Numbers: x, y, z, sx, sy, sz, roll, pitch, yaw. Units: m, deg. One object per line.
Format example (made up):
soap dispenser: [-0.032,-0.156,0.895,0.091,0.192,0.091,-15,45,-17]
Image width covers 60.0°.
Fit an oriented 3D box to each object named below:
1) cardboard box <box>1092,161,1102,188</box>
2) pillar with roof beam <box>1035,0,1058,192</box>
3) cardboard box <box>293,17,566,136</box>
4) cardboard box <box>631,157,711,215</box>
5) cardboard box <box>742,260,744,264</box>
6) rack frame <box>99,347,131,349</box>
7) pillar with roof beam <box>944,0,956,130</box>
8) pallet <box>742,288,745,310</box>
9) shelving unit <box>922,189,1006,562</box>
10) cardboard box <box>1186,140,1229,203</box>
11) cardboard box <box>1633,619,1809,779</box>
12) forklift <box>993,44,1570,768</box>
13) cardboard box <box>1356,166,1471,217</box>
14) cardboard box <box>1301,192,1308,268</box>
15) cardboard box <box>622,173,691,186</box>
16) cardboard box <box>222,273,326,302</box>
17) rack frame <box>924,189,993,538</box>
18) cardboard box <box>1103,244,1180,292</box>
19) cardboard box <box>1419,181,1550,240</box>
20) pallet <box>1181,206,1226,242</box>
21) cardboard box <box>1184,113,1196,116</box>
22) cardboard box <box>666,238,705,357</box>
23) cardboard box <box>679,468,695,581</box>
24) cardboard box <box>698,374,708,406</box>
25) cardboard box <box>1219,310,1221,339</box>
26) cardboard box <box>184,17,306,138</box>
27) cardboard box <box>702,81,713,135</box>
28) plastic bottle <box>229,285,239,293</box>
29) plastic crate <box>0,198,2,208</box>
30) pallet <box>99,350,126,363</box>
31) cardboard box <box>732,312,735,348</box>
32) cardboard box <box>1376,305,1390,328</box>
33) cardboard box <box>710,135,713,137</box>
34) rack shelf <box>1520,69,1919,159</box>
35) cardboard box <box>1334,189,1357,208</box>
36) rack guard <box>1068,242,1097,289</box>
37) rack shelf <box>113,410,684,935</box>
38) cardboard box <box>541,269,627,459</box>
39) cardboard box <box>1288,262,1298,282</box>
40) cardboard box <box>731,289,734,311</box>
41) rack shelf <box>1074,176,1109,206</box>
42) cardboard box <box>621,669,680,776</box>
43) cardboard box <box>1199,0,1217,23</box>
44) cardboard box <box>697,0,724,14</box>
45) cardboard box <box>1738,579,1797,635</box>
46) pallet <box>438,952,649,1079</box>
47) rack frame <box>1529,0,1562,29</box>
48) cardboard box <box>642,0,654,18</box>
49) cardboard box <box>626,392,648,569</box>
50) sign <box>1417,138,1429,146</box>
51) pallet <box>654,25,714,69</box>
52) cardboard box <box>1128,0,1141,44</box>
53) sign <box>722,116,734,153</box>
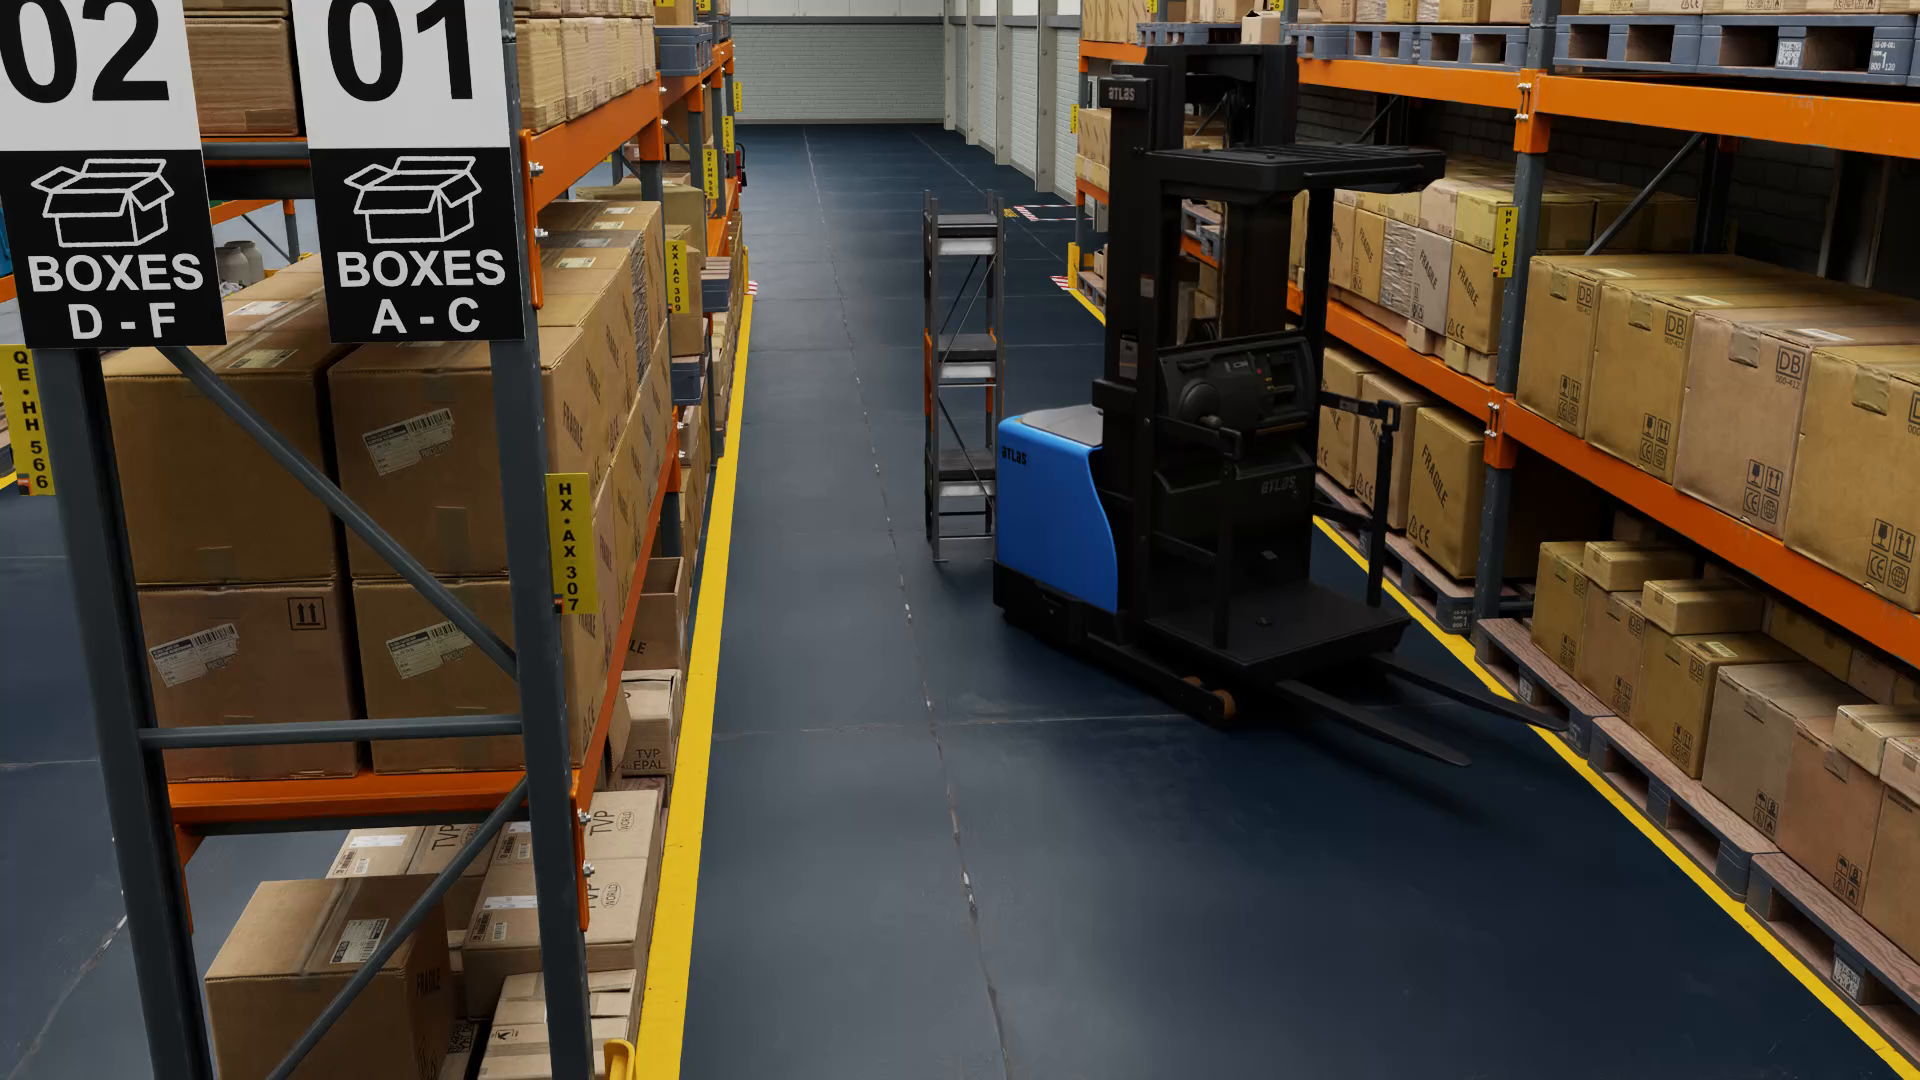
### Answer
cardboard box: [1.721,-3.957,17.991,0.500,0.250,0.500,-2,18,-7]
pillar with roof beam: [-2.715,-10.603,28.928,9.100,9.000,0.400,-2,18,-6]
cardboard box: [-1.205,-1.080,3.852,0.500,0.250,0.500,-2,18,-6]
cardboard box: [-2.694,-3.315,15.560,0.700,0.500,0.500,-2,18,-7]
cardboard box: [-2.706,-3.064,18.820,0.500,0.250,0.500,-2,18,-6]
rack frame: [-7.569,-2.983,14.671,1.000,3.000,0.127,-2,18,-6]
pillar with roof beam: [-4.572,-15.966,46.010,9.100,9.000,0.400,-2,18,-6]
pallet: [-2.934,-2.770,18.647,1.003,0.211,1.213,-2,18,-6]
shelving unit: [0.017,-0.952,9.705,0.431,2.100,0.503,-2,18,-6]
cardboard box: [2.354,-3.227,14.547,0.700,0.500,0.500,0,17,0]
cardboard box: [3.184,0.615,6.681,0.700,0.500,0.500,-1,17,-4]
forklift: [1.421,-0.720,7.579,1.130,2.935,3.031,-12,21,-32]
cardboard box: [2.658,-2.050,9.751,0.500,0.250,0.500,-2,18,-7]
cardboard box: [2.538,-1.987,10.803,0.500,0.500,0.500,-1,17,-4]
cardboard box: [-2.525,-2.796,13.909,0.500,0.500,0.500,-1,17,-2]
cardboard box: [-1.835,-0.513,4.968,0.500,0.500,0.500,-1,17,-4]
rack frame: [-0.008,-1.025,9.937,0.400,2.100,0.015,-2,18,-6]
cardboard box: [1.939,-2.899,17.843,0.700,0.500,0.500,-3,18,-9]
cardboard box: [2.764,-1.746,8.783,0.500,0.250,0.500,-1,17,-4]
pallet: [2.452,-2.594,13.753,1.003,0.211,1.213,-2,18,-6]
cardboard box: [2.232,-4.338,17.953,0.500,0.500,0.500,-2,18,-7]
cardboard box: [-1.643,-1.148,7.956,0.700,0.500,0.500,-8,19,-24]
cardboard box: [-1.691,-0.079,8.859,0.500,0.500,0.500,-2,17,-5]
cardboard box: [-1.890,-1.030,10.637,0.500,0.250,0.500,-1,17,-4]
cardboard box: [2.554,-1.632,13.805,0.700,0.500,0.500,-2,18,-6]
cardboard box: [-1.720,-1.064,3.801,0.500,0.250,0.500,-2,18,-6]
cardboard box: [-2.799,-4.233,16.321,0.700,0.500,0.500,-2,18,-6]
plastic bottle: [-7.344,-2.434,16.735,0.152,0.276,0.135,-2,18,-7]
plastic crate: [-7.019,-2.313,12.429,0.402,0.464,0.583,-2,18,-6]
pallet: [-7.450,-1.420,14.347,1.003,0.211,1.213,-2,18,-6]
cardboard box: [-2.311,-1.909,15.139,0.500,0.250,0.500,-2,18,-6]
cardboard box: [2.690,-1.347,9.844,0.380,0.149,0.250,-1,17,-4]
cardboard box: [-2.584,-3.882,16.286,0.380,0.149,0.250,-2,18,-7]
rack shelf: [3.316,-1.398,5.814,1.077,0.370,4.000,-2,18,-6]
cardboard box: [2.599,-2.202,10.235,0.500,0.250,0.500,-2,18,-5]
rack guard: [1.880,-3.266,19.744,1.175,0.500,0.348,-2,18,-6]
rack shelf: [-1.611,0.188,5.772,1.077,0.370,4.000,-2,18,-6]
cardboard box: [-1.296,-0.529,5.020,0.500,0.500,0.500,-2,17,-5]
cardboard box: [2.501,-1.882,11.549,0.380,0.149,0.250,-2,18,-6]
cardboard box: [-2.315,-2.179,15.063,0.500,0.311,0.500,-2,18,-6]
rack shelf: [2.078,-3.542,17.651,1.077,0.370,4.000,-2,18,-6]
cardboard box: [-1.399,0.706,6.675,0.500,0.311,0.500,-2,18,-6]
cardboard box: [2.325,-4.529,14.036,0.500,0.311,0.500,-1,17,-4]
cardboard box: [-2.432,-5.039,15.110,0.500,0.500,0.500,0,17,-1]
cardboard box: [3.377,0.265,6.716,0.380,0.149,0.250,-2,18,-5]
pallet: [-1.495,1.511,5.013,1.003,0.211,1.213,-2,18,-6]
rack frame: [3.110,-3.768,7.155,1.000,3.000,0.127,-2,18,-6]
cardboard box: [-1.497,-2.213,6.626,0.500,0.250,0.500,-2,18,-6]
cardboard box: [-1.345,-0.200,5.639,0.500,0.500,0.500,-2,17,-5]
sign: [3.249,-2.668,11.734,0.100,0.325,0.005,-2,18,-6]
pallet: [-1.925,-2.598,8.751,1.213,0.211,1.003,-2,18,-6]
cardboard box: [1.947,-5.071,16.114,0.500,0.500,0.500,-3,18,-10]
sign: [-2.103,-3.669,15.056,0.100,0.325,0.005,-2,18,-6]
